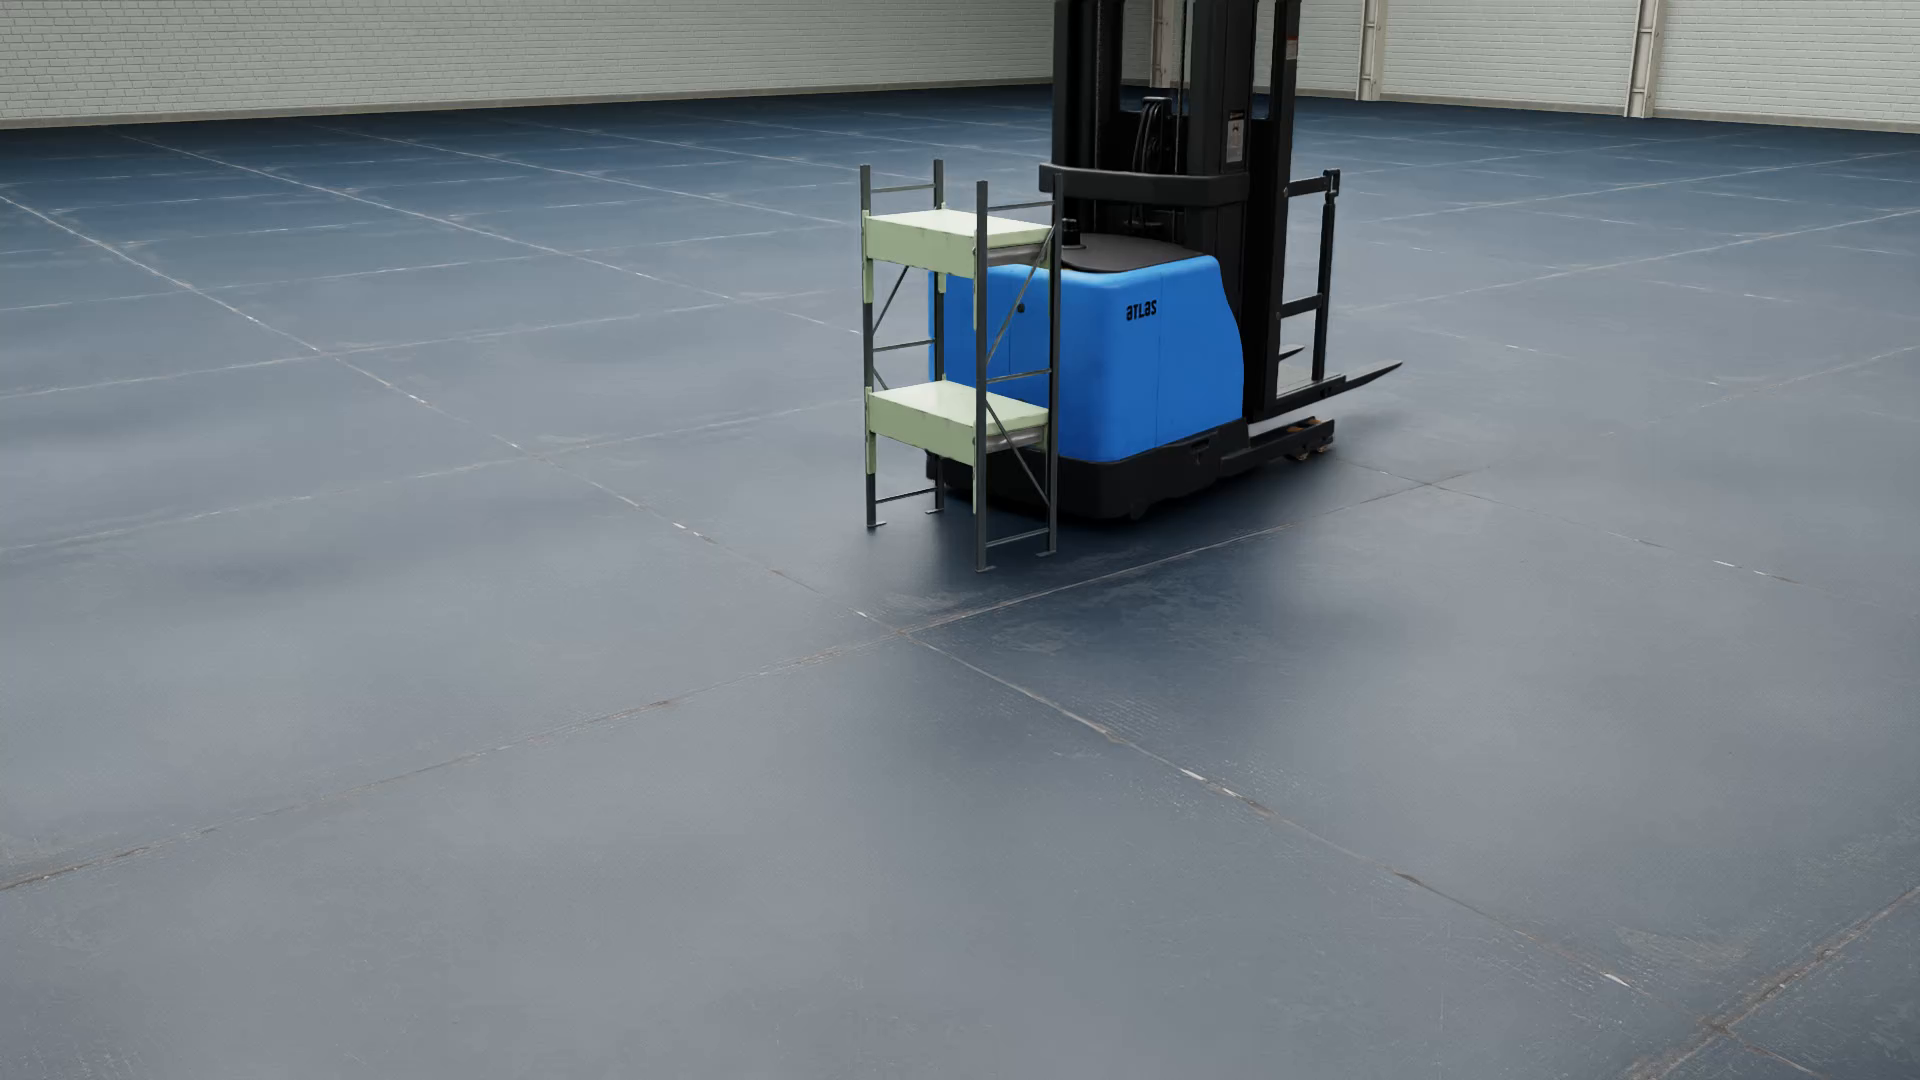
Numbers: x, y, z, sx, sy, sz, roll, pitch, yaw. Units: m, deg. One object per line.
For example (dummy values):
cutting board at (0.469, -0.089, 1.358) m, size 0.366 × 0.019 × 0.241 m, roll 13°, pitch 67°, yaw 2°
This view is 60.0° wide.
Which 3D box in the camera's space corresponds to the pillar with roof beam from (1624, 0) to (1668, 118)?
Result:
pillar with roof beam at (8.716, -10.973, 25.686) m, size 9.100 × 9.000 × 0.400 m, roll -14°, pitch 23°, yaw -36°

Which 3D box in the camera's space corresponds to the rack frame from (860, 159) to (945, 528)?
rack frame at (-0.231, -0.804, 6.904) m, size 0.400 × 1.500 × 0.023 m, roll -14°, pitch 23°, yaw -36°

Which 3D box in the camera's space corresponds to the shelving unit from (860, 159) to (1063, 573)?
shelving unit at (-0.004, -0.714, 6.632) m, size 0.431 × 1.500 × 0.755 m, roll -14°, pitch 23°, yaw -36°

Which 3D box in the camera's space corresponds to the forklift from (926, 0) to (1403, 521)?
forklift at (1.186, -1.864, 7.828) m, size 1.130 × 2.935 × 3.031 m, roll 15°, pitch 24°, yaw 38°

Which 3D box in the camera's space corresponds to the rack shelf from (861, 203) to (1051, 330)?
rack shelf at (-0.004, -1.084, 6.509) m, size 0.431 × 0.370 × 0.720 m, roll -14°, pitch 23°, yaw -36°

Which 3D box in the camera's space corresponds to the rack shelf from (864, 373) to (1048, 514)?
rack shelf at (-0.004, -0.404, 6.734) m, size 0.431 × 0.370 × 0.720 m, roll -14°, pitch 23°, yaw -36°

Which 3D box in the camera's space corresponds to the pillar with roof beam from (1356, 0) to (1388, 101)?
pillar with roof beam at (4.991, -12.452, 30.151) m, size 9.100 × 9.000 × 0.400 m, roll -14°, pitch 23°, yaw -36°

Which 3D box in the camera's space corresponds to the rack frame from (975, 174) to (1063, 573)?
rack frame at (0.223, -0.623, 6.359) m, size 0.400 × 1.500 × 0.023 m, roll -14°, pitch 23°, yaw -36°

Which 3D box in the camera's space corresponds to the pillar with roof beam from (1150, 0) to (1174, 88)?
pillar with roof beam at (1.266, -13.930, 34.616) m, size 9.100 × 9.000 × 0.400 m, roll -14°, pitch 23°, yaw -36°
